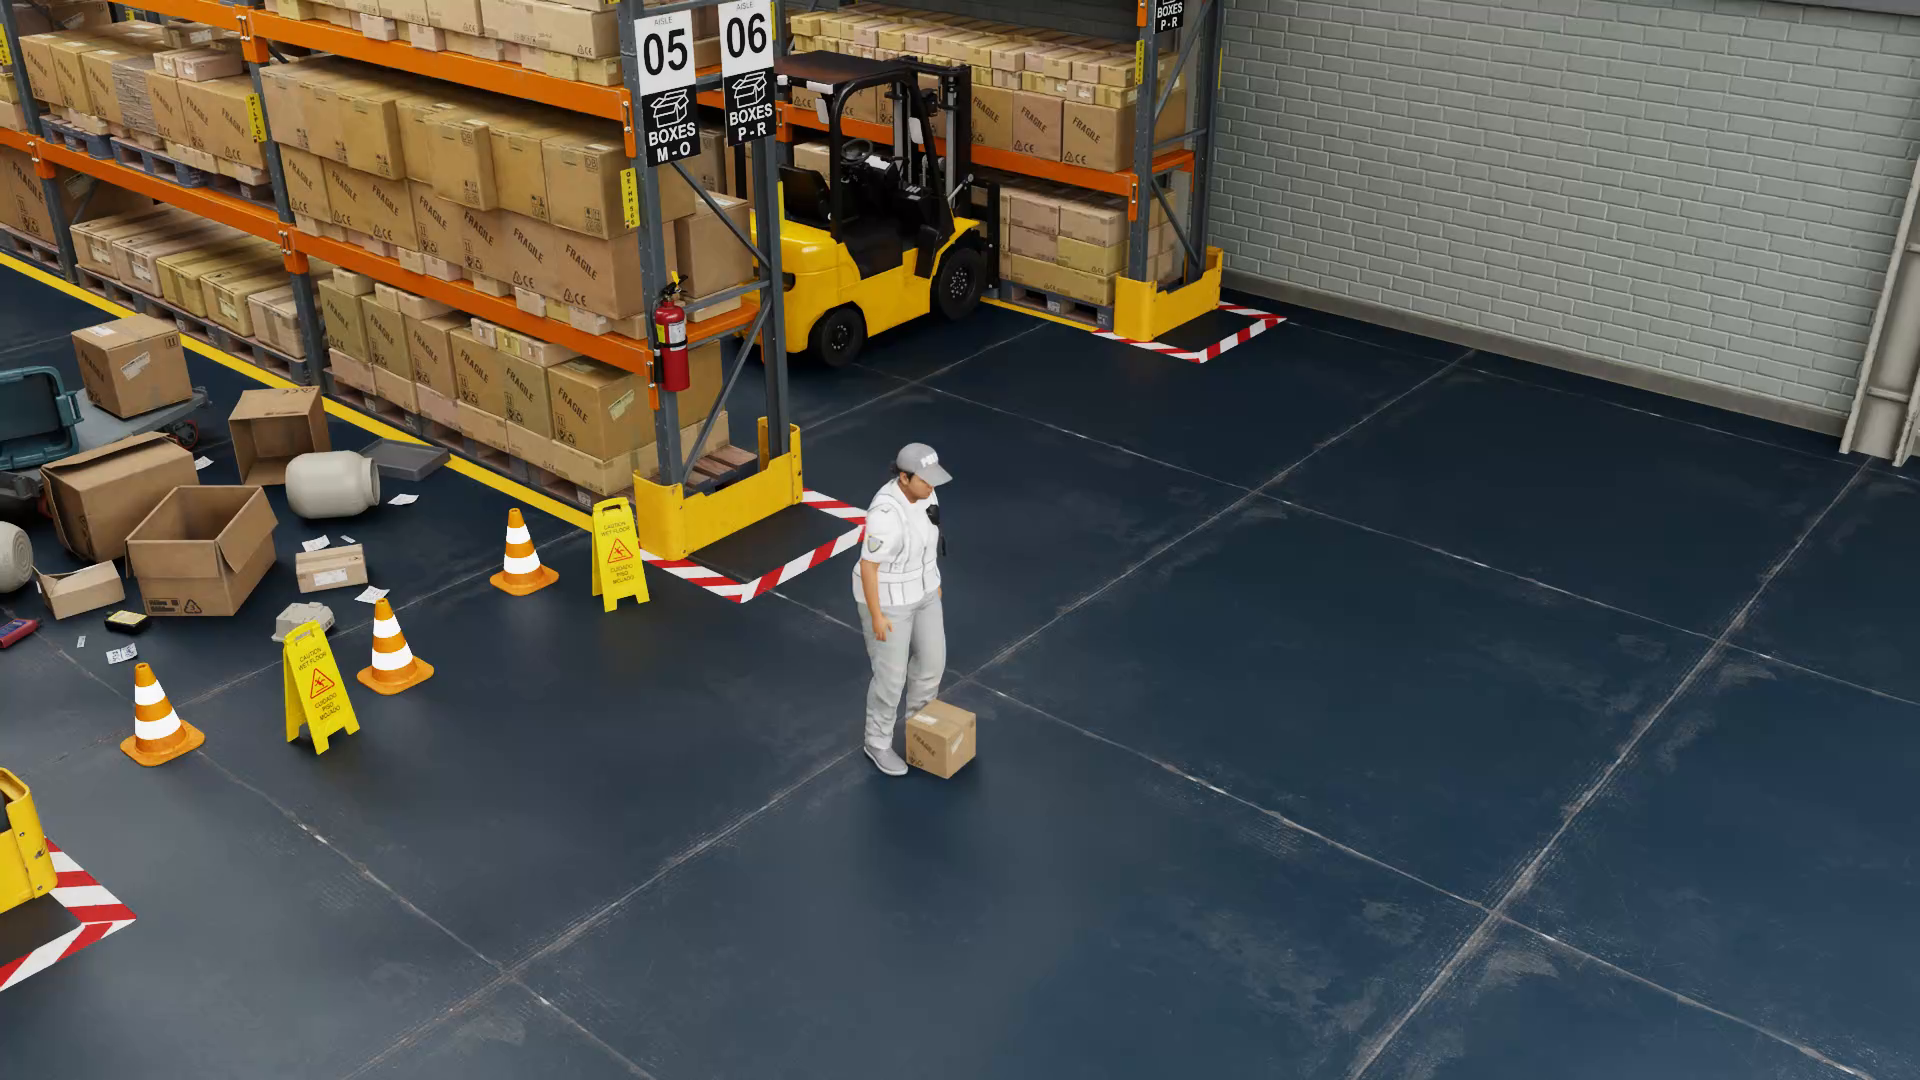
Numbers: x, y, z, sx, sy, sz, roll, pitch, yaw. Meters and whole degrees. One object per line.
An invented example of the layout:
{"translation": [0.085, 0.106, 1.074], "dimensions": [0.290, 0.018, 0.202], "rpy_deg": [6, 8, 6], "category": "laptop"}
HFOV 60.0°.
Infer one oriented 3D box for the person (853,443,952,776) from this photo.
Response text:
{"translation": [-0.263, 0.296, 8.046], "dimensions": [0.468, 1.664, 0.552], "rpy_deg": [19, 33, 32], "category": "person"}
